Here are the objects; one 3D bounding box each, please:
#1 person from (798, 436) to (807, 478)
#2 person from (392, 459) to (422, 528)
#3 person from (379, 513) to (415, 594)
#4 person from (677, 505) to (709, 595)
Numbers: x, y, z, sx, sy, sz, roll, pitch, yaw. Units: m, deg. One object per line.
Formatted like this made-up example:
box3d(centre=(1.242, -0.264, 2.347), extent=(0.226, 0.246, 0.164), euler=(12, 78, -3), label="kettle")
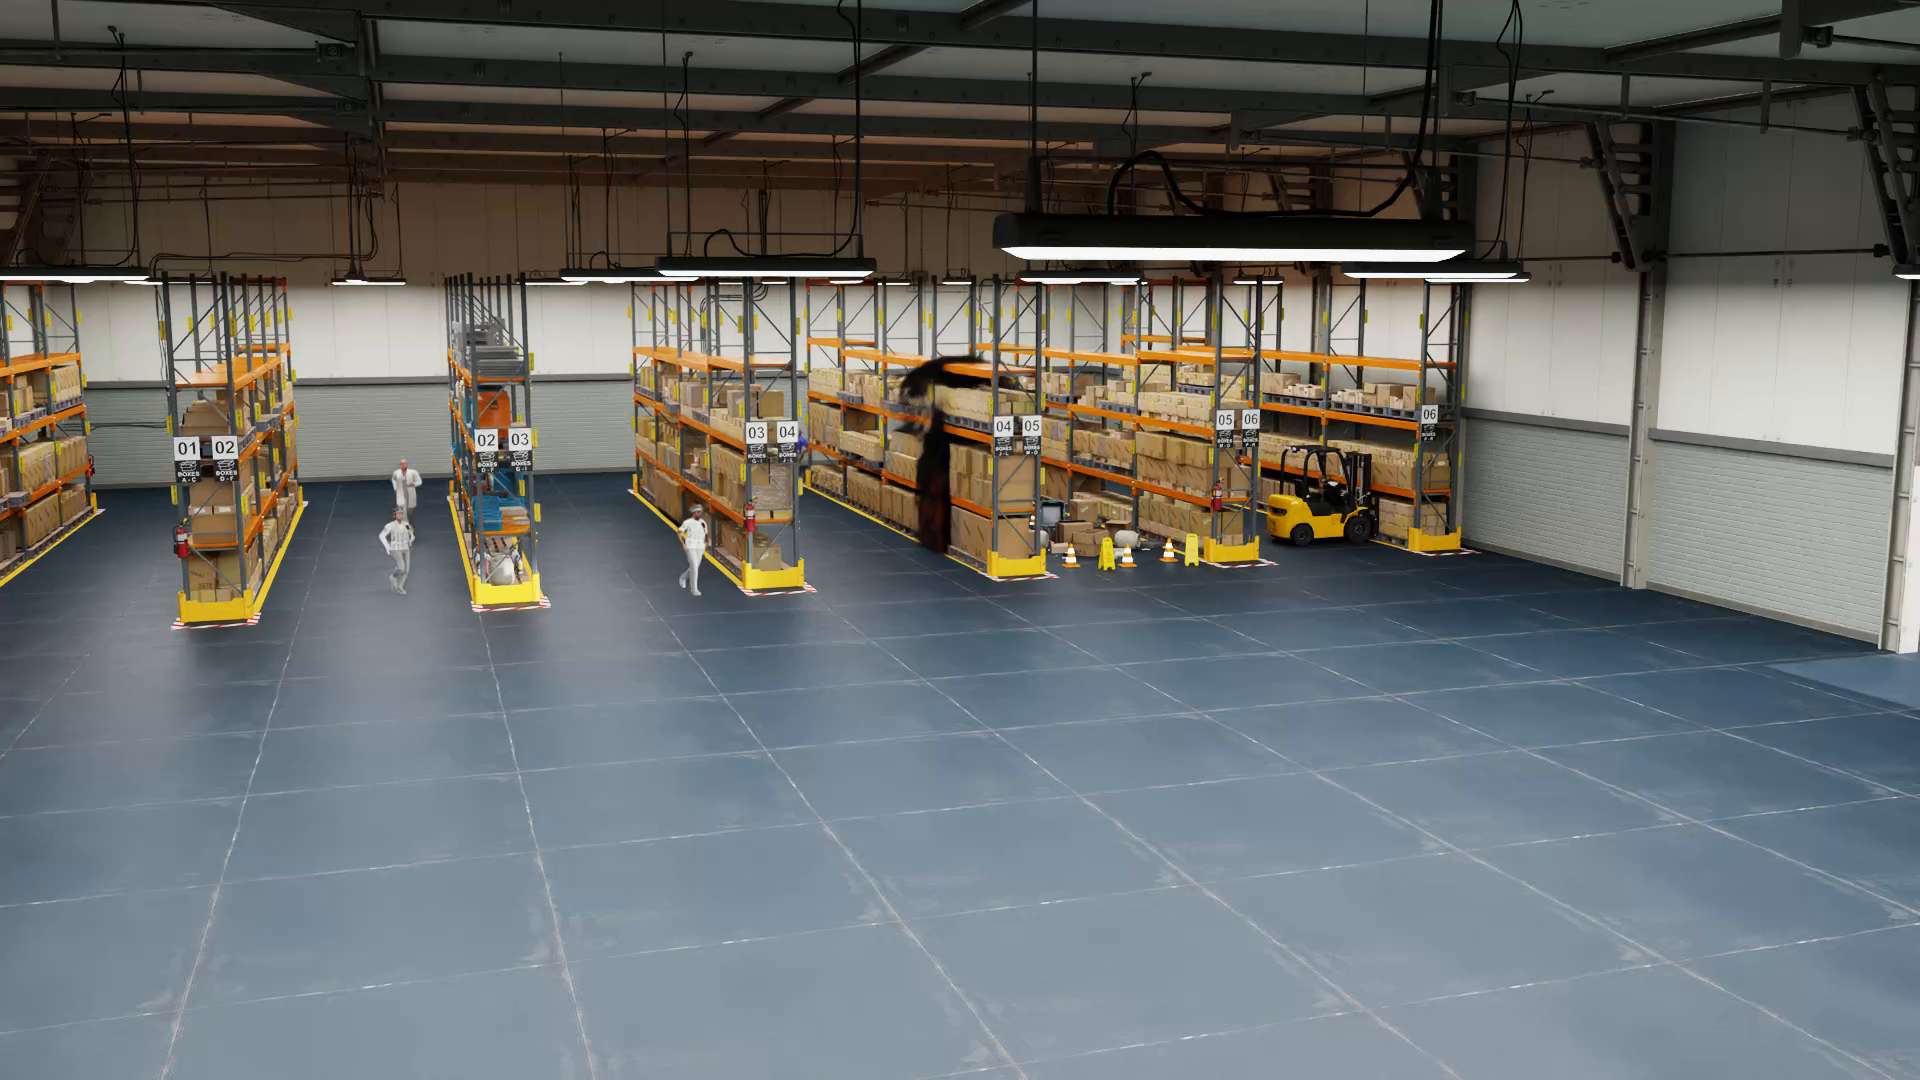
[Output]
box3d(centre=(-4.832, -2.387, 49.175), extent=(0.555, 1.412, 0.596), euler=(-6, 11, -37), label="person")
box3d(centre=(-12.855, -0.986, 38.686), extent=(0.686, 1.804, 0.987), euler=(-2, 9, -14), label="person")
box3d(centre=(-10.514, 0.221, 31.293), extent=(0.541, 1.613, 0.603), euler=(8, 12, 44), label="person")
box3d(centre=(-5.046, 0.166, 31.563), extent=(0.607, 1.685, 0.746), euler=(-8, 12, -42), label="person")
